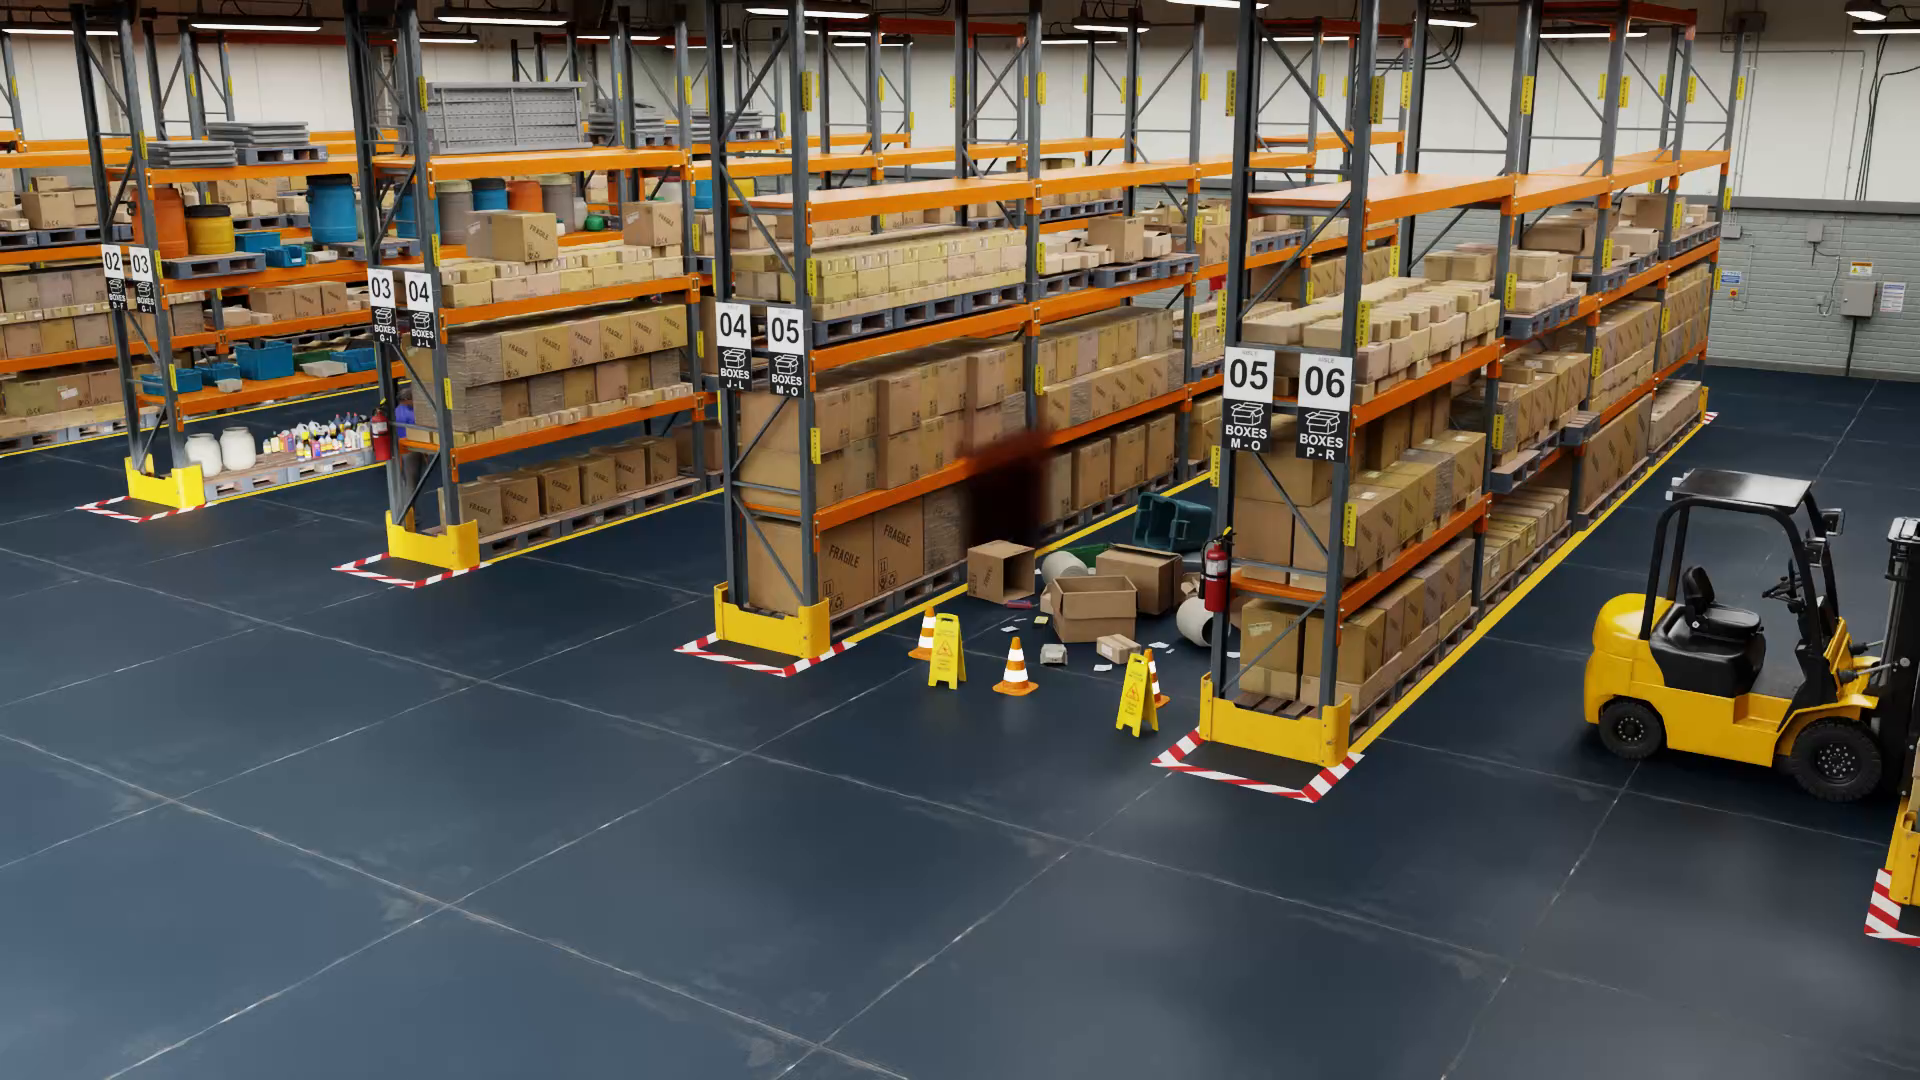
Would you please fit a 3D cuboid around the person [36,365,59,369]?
[{"bbox_3d":[-14.548,-2.853,26.353,0.502,1.626,0.945,3,16,11],"label":"person"}]

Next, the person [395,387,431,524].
[{"bbox_3d":[-6.555,-1.001,19.783,0.605,1.674,0.540,10,18,31],"label":"person"}]

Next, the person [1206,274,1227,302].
[{"bbox_3d":[5.203,-4.981,33.934,0.924,1.688,0.573,1,16,3],"label":"person"}]
